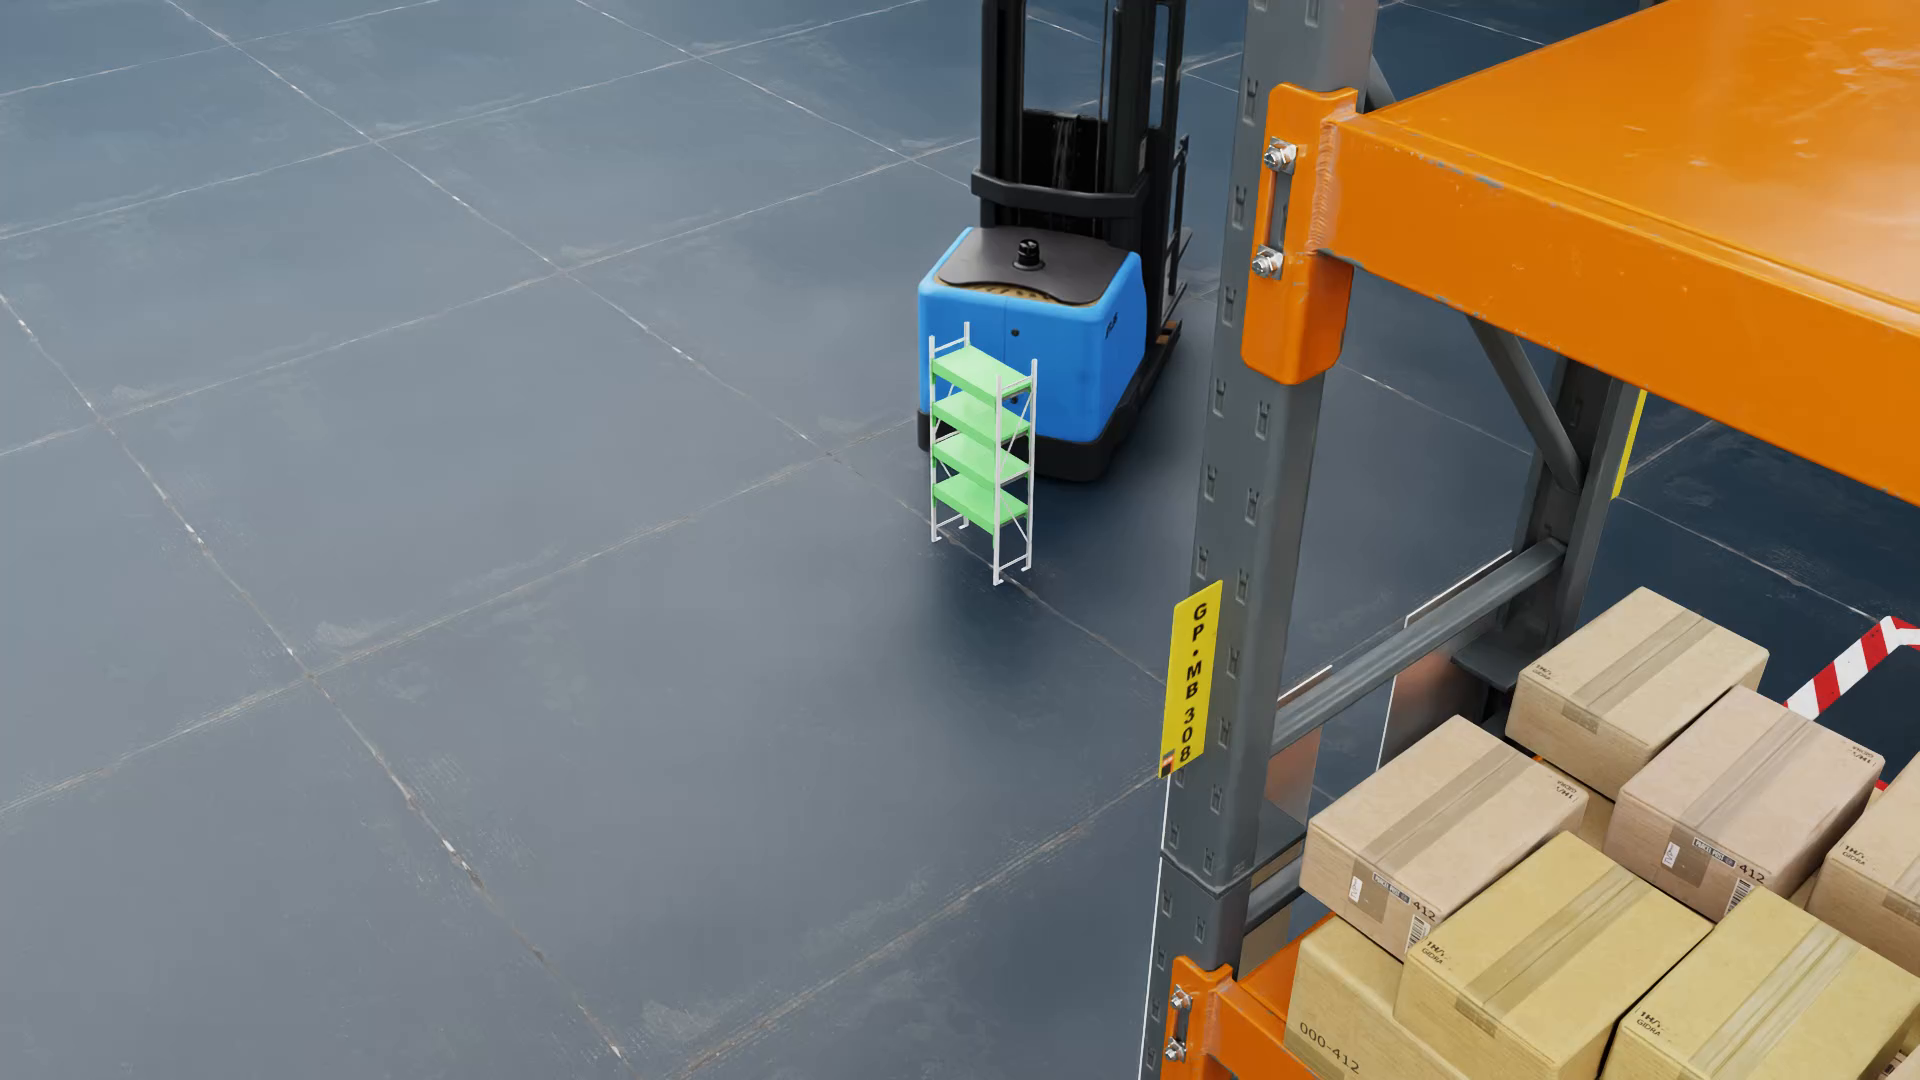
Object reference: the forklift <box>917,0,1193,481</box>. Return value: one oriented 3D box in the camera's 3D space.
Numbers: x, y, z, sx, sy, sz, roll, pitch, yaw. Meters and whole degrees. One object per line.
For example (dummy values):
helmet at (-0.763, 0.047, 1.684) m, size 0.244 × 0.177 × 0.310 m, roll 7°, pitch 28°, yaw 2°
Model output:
forklift at (0.740, -2.361, 9.449) m, size 1.130 × 2.935 × 3.031 m, roll 12°, pitch 37°, yaw 16°

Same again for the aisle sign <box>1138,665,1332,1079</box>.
aisle sign at (0.481, 0.608, 2.948) m, size 0.394 × 0.787 × 0.004 m, roll -26°, pitch 43°, yaw -32°

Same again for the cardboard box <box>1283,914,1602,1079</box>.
cardboard box at (0.864, 0.730, 2.559) m, size 0.500 × 0.250 × 0.500 m, roll -25°, pitch 42°, yaw -30°

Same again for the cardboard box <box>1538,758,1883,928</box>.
cardboard box at (1.255, 0.539, 2.829) m, size 0.500 × 0.250 × 0.500 m, roll -25°, pitch 42°, yaw -31°

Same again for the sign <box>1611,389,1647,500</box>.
sign at (1.187, -0.200, 2.976) m, size 0.100 × 0.325 × 0.005 m, roll -26°, pitch 43°, yaw -32°

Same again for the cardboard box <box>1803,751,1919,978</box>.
cardboard box at (1.506, 0.503, 2.535) m, size 0.380 × 0.149 × 0.250 m, roll -28°, pitch 44°, yaw -34°

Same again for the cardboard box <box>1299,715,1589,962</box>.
cardboard box at (0.751, 0.466, 2.587) m, size 0.380 × 0.149 × 0.250 m, roll -26°, pitch 43°, yaw -32°

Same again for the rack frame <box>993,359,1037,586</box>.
rack frame at (0.264, -0.309, 8.049) m, size 0.240 × 1.200 × 0.015 m, roll -26°, pitch 43°, yaw -32°

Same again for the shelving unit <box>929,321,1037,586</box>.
shelving unit at (0.107, -0.417, 8.201) m, size 0.258 × 1.200 × 0.503 m, roll -26°, pitch 43°, yaw -32°

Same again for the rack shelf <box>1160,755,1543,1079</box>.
rack shelf at (2.041, 1.537, 1.913) m, size 1.077 × 0.370 × 4.000 m, roll -26°, pitch 43°, yaw -32°

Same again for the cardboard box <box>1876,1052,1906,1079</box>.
cardboard box at (1.201, 0.956, 2.241) m, size 0.500 × 0.250 × 0.500 m, roll -27°, pitch 43°, yaw -33°

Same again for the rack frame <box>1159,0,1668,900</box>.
rack frame at (0.750, -0.864, 2.085) m, size 1.000 × 3.000 × 0.127 m, roll -26°, pitch 43°, yaw -32°

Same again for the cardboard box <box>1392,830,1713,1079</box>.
cardboard box at (0.845, 0.617, 2.374) m, size 0.380 × 0.149 × 0.250 m, roll -25°, pitch 42°, yaw -31°

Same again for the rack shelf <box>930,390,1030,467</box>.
rack shelf at (0.107, -0.560, 8.099) m, size 0.258 × 0.148 × 0.480 m, roll -26°, pitch 43°, yaw -32°

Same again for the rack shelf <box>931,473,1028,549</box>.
rack shelf at (0.107, -0.169, 8.377) m, size 0.258 × 0.148 × 0.480 m, roll -26°, pitch 43°, yaw -32°

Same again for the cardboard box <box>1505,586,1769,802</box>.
cardboard box at (1.168, 0.265, 2.872) m, size 0.380 × 0.149 × 0.250 m, roll -26°, pitch 43°, yaw -32°

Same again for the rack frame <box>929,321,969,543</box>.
rack frame at (-0.051, -0.524, 8.353) m, size 0.240 × 1.200 × 0.015 m, roll -26°, pitch 43°, yaw -32°

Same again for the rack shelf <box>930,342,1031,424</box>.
rack shelf at (0.107, -0.756, 7.961) m, size 0.258 × 0.148 × 0.480 m, roll -26°, pitch 43°, yaw -32°

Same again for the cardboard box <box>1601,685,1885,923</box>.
cardboard box at (1.246, 0.423, 2.648) m, size 0.380 × 0.149 × 0.250 m, roll -28°, pitch 44°, yaw -33°

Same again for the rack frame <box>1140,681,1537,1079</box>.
rack frame at (0.750, 1.584, 3.819) m, size 1.000 × 3.000 × 0.127 m, roll -26°, pitch 43°, yaw -32°

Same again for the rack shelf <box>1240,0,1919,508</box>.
rack shelf at (2.041, 0.314, 1.047) m, size 1.077 × 0.370 × 4.000 m, roll -26°, pitch 43°, yaw -32°

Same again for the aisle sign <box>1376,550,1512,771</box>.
aisle sign at (0.939, 0.384, 3.264) m, size 0.394 × 0.787 × 0.004 m, roll -26°, pitch 43°, yaw -32°

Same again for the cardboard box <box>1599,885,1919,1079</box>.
cardboard box at (1.102, 0.682, 2.282) m, size 0.380 × 0.149 × 0.250 m, roll -27°, pitch 43°, yaw -33°

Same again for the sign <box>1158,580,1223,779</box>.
sign at (0.336, 0.206, 2.414) m, size 0.100 × 0.325 × 0.005 m, roll -26°, pitch 43°, yaw -32°

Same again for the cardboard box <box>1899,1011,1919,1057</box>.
cardboard box at (1.580, 0.759, 2.519) m, size 0.500 × 0.250 × 0.500 m, roll -26°, pitch 43°, yaw -32°

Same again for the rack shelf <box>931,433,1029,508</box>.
rack shelf at (0.107, -0.364, 8.238) m, size 0.258 × 0.148 × 0.480 m, roll -26°, pitch 43°, yaw -32°
